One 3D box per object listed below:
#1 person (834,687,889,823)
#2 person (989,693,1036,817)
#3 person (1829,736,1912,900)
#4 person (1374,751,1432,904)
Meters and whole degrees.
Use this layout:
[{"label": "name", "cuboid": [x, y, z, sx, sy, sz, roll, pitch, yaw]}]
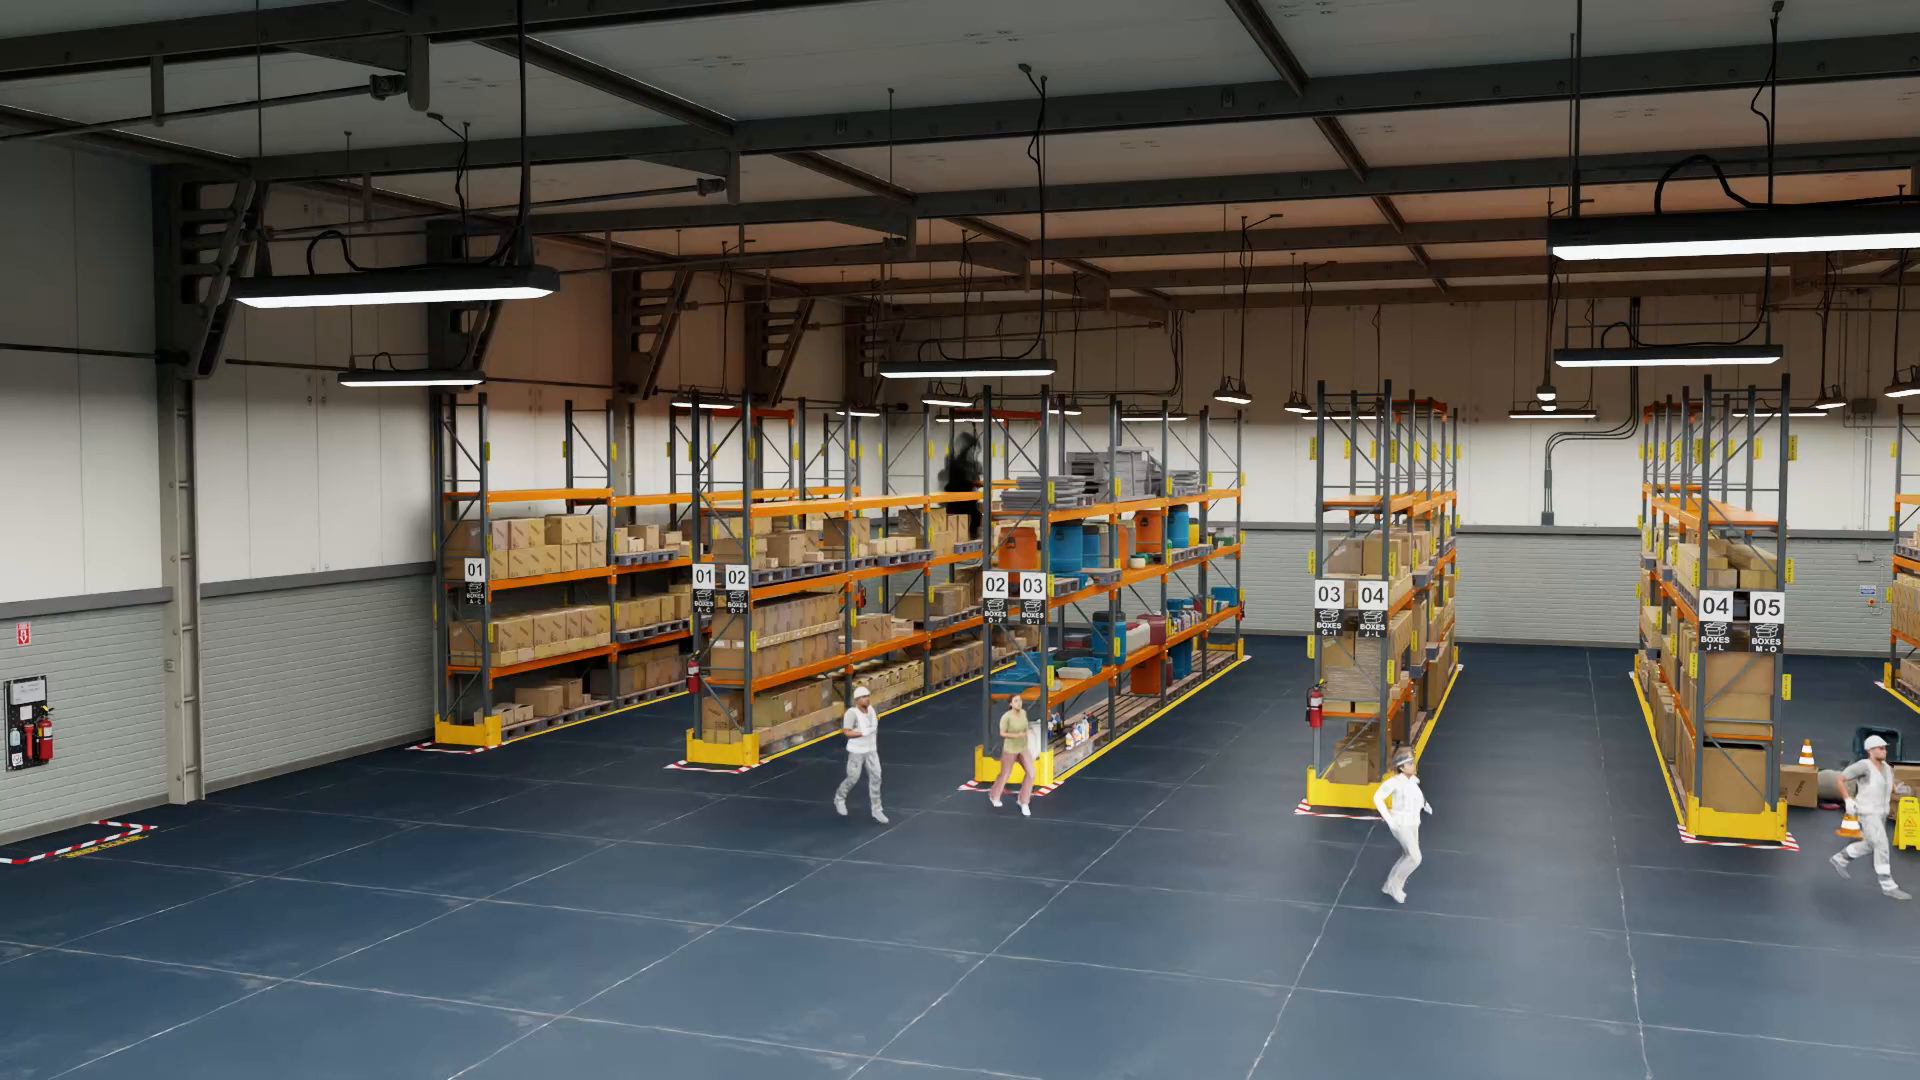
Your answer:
[{"label": "person", "cuboid": [-1.350, 2.886, 22.518, 0.906, 1.812, 0.704, 3, 4, 42]}, {"label": "person", "cuboid": [0.744, 2.945, 23.021, 0.580, 1.698, 0.859, -2, 4, -30]}, {"label": "person", "cuboid": [10.261, 3.078, 18.745, 0.661, 1.769, 0.993, -2, 3, -29]}, {"label": "person", "cuboid": [4.946, 3.174, 18.427, 0.673, 1.687, 0.563, -2, 4, -37]}]
